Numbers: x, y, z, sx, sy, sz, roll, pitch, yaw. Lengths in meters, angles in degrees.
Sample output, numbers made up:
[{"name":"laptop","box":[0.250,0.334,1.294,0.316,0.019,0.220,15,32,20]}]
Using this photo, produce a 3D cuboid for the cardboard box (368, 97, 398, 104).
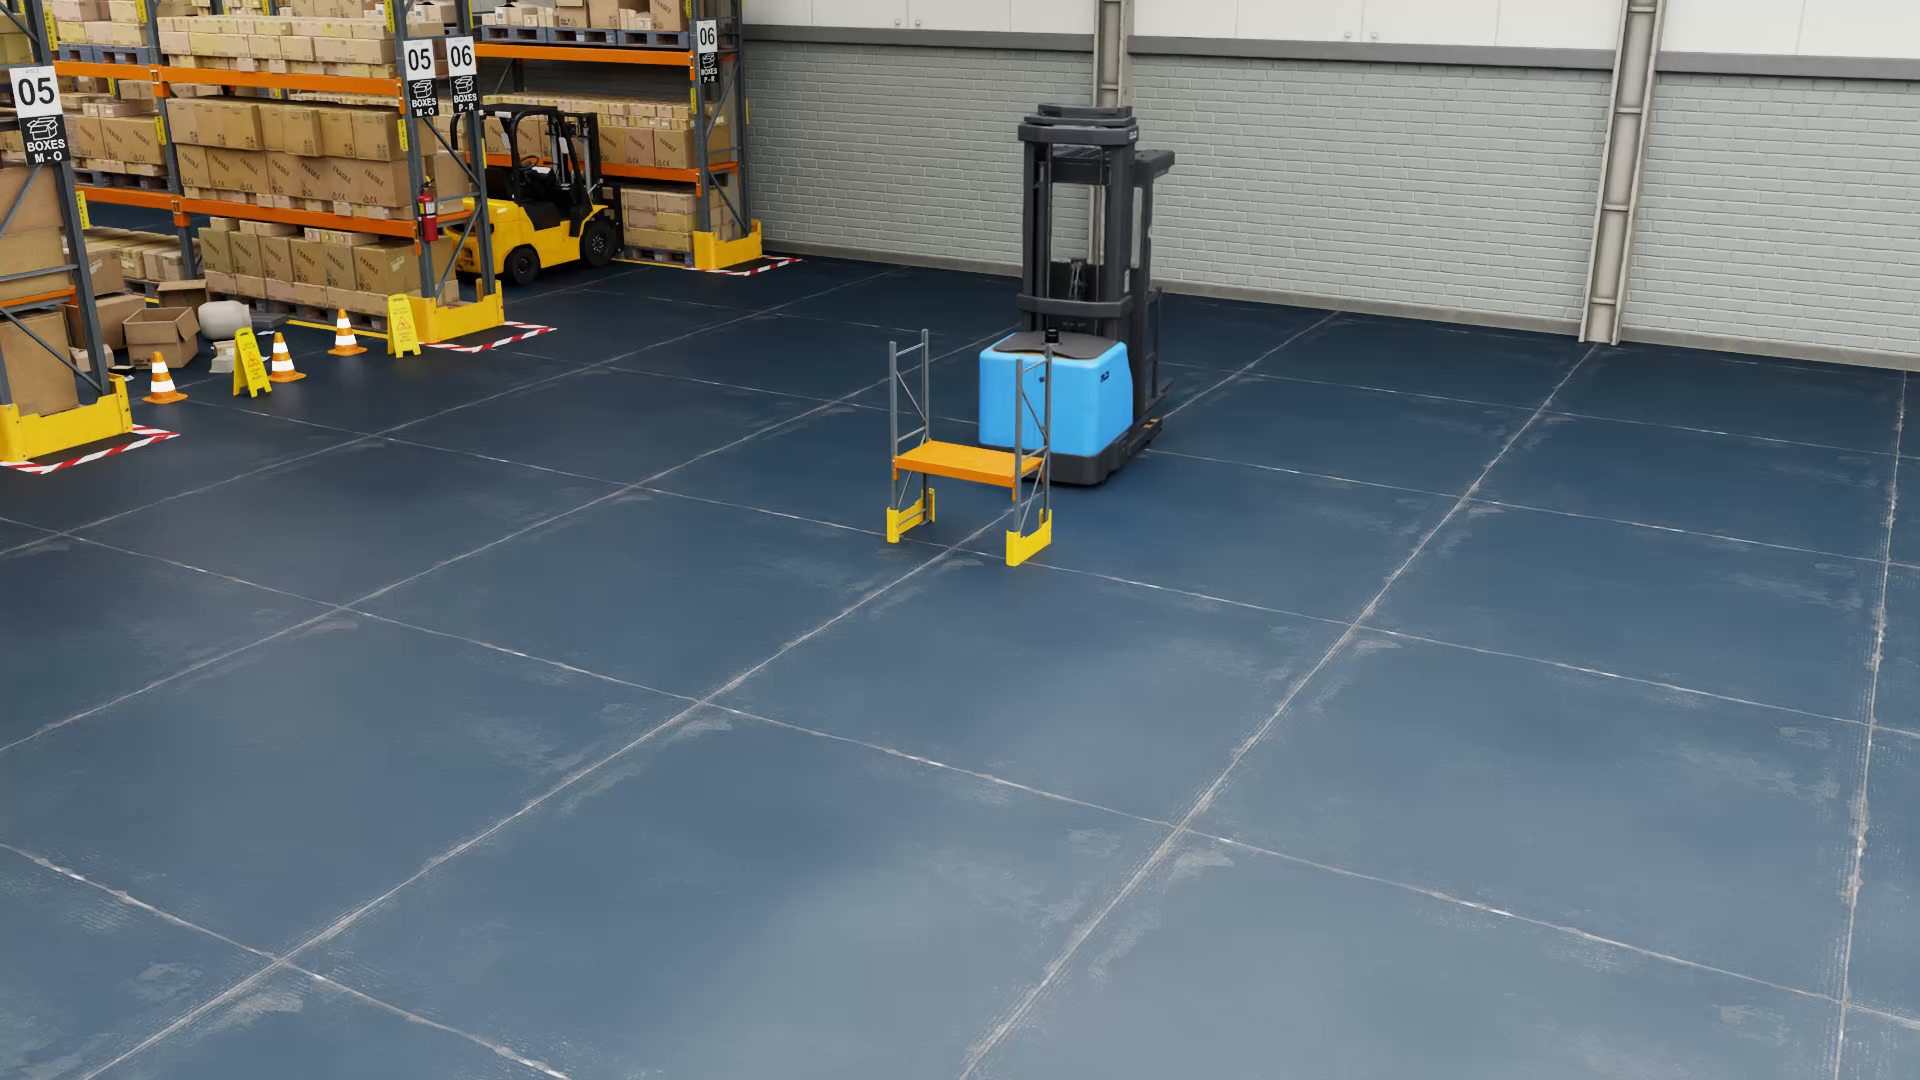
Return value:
[{"name":"cardboard box","box":[-8.646,-6.555,24.938,0.250,0.149,0.380,11,23,27]}]

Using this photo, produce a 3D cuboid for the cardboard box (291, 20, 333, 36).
[{"name":"cardboard box","box":[-7.119,-5.639,18.311,0.250,0.149,0.380,10,22,26]}]

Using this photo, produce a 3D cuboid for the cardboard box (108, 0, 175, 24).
[{"name":"cardboard box","box":[-9.680,-6.256,19.686,0.500,0.250,0.500,11,23,29]}]

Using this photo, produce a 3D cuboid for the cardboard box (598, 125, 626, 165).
[{"name":"cardboard box","box":[-4.656,-5.464,22.882,0.500,0.500,0.500,10,22,26]}]

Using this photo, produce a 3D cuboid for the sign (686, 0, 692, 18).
[{"name":"sign","box":[-3.479,-6.869,21.321,0.005,0.325,0.100,11,23,27]}]

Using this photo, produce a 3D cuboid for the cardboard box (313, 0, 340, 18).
[{"name":"cardboard box","box":[-9.184,-8.024,24.778,0.500,0.500,0.700,10,22,26]}]

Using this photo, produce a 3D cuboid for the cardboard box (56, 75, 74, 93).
[{"name":"cardboard box","box":[-15.596,-7.917,28.475,0.500,0.500,0.500,11,23,29]}]

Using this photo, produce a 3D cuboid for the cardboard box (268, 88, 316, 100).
[{"name":"cardboard box","box":[-10.560,-6.946,26.352,0.500,0.500,0.500,12,23,30]}]

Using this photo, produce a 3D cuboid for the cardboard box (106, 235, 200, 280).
[{"name":"cardboard box","box":[-10.200,-3.593,21.109,0.625,0.372,0.950,12,23,31]}]

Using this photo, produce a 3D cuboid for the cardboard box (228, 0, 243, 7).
[{"name":"cardboard box","box":[-11.066,-8.310,25.674,0.250,0.149,0.380,10,22,26]}]

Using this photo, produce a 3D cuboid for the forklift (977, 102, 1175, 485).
[{"name":"forklift","box":[1.173,-2.287,14.373,1.130,2.935,3.031,8,21,21]}]

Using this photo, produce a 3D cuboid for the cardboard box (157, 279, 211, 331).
[{"name":"cardboard box","box":[-8.840,-2.669,18.985,0.500,0.500,0.500,-7,21,-20]}]

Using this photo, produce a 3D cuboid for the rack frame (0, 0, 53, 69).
[{"name":"rack frame","box":[-7.946,-5.090,13.202,0.127,3.000,1.000,11,23,27]}]

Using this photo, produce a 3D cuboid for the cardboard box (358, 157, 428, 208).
[{"name":"cardboard box","box":[-6.228,-3.956,18.288,0.500,0.500,0.500,10,22,26]}]

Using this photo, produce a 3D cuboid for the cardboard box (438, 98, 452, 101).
[{"name":"cardboard box","box":[-7.556,-6.517,24.833,0.250,0.149,0.380,11,22,27]}]

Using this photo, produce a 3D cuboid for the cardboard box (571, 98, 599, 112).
[{"name":"cardboard box","box":[-5.171,-6.028,23.049,0.250,0.149,0.380,11,23,28]}]

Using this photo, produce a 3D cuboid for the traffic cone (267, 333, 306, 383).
[{"name":"traffic cone","box":[-6.869,-1.869,16.838,0.334,0.463,0.336,11,23,27]}]

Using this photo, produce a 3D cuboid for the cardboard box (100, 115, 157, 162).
[{"name":"cardboard box","box":[-10.061,-4.901,20.278,0.500,0.500,0.500,11,23,28]}]

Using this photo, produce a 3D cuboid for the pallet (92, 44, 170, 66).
[{"name":"pallet","box":[-9.599,-5.882,20.058,1.003,0.211,1.213,11,23,27]}]

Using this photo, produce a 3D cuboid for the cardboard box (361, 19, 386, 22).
[{"name":"cardboard box","box":[-6.429,-5.708,18.503,0.250,0.149,0.380,11,23,27]}]

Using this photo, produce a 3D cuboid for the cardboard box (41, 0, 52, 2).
[{"name":"cardboard box","box":[-15.122,-9.130,27.787,0.500,0.250,0.500,11,23,28]}]

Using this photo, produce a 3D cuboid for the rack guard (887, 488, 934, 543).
[{"name":"rack guard","box":[-0.368,-0.188,12.516,0.087,0.250,0.587,11,23,27]}]

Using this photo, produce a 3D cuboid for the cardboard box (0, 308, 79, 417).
[{"name":"cardboard box","box":[-8.570,-1.562,14.772,0.875,0.875,0.875,11,23,28]}]

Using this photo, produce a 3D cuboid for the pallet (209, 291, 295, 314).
[{"name":"pallet","box":[-8.508,-3.014,20.364,1.213,0.211,1.003,11,23,27]}]

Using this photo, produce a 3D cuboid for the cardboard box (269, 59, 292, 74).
[{"name":"cardboard box","box":[-7.430,-5.271,18.466,0.250,0.149,0.380,10,22,27]}]

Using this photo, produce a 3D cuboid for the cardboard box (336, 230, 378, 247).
[{"name":"cardboard box","box":[-6.800,-3.420,18.759,0.250,0.149,0.380,12,23,29]}]

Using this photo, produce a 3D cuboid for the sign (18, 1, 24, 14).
[{"name":"sign","box":[-12.338,-6.905,21.846,0.005,0.325,0.100,11,23,27]}]

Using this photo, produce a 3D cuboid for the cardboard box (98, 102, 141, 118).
[{"name":"cardboard box","box":[-10.233,-5.235,20.249,0.250,0.149,0.380,10,22,26]}]

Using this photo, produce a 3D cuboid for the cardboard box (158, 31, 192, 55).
[{"name":"cardboard box","box":[-8.861,-5.751,19.204,0.500,0.250,0.500,10,22,26]}]

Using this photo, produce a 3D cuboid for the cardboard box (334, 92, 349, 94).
[{"name":"cardboard box","box":[-9.521,-6.917,25.937,0.250,0.149,0.380,11,23,29]}]

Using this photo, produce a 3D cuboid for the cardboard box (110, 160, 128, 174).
[{"name":"cardboard box","box":[-10.160,-4.590,20.372,0.250,0.149,0.380,10,22,26]}]

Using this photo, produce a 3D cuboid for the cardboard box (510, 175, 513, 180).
[{"name":"cardboard box","box":[-6.425,-5.105,23.990,0.500,0.250,0.500,10,22,26]}]

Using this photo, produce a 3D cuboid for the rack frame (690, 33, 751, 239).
[{"name":"rack frame","box":[-3.202,-5.239,22.409,0.127,3.000,1.000,11,23,27]}]

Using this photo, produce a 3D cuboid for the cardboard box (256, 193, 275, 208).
[{"name":"cardboard box","box":[-7.881,-3.944,19.208,0.250,0.149,0.380,11,23,28]}]

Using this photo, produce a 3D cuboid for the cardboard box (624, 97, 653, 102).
[{"name":"cardboard box","box":[-4.473,-6.098,23.244,0.250,0.149,0.380,10,22,26]}]

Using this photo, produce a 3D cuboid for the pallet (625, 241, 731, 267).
[{"name":"pallet","box":[-3.890,-4.043,23.200,1.213,0.211,1.003,11,23,27]}]

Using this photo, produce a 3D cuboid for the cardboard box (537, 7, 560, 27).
[{"name":"cardboard box","box":[-5.547,-7.158,22.736,0.258,0.266,0.396,10,22,26]}]

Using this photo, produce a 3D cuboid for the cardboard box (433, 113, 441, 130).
[{"name":"cardboard box","box":[-7.700,-6.158,24.428,0.500,0.250,0.500,10,22,26]}]

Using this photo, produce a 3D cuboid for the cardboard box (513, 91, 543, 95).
[{"name":"cardboard box","box":[-6.268,-6.433,24.166,0.250,0.149,0.380,11,23,27]}]

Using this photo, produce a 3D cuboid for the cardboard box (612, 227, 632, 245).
[{"name":"cardboard box","box":[-4.629,-4.299,23.235,0.500,0.250,0.500,11,23,28]}]

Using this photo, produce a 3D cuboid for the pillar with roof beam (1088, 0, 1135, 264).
[{"name":"pillar with roof beam","box":[-0.232,-6.164,16.161,0.400,9.000,9.100,11,23,27]}]

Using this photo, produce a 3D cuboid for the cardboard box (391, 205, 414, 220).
[{"name":"cardboard box","box":[-6.051,-3.641,18.372,0.250,0.149,0.380,12,23,29]}]

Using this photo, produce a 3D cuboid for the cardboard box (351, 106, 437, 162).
[{"name":"cardboard box","box":[-6.172,-4.437,18.150,0.500,0.500,0.700,10,22,26]}]

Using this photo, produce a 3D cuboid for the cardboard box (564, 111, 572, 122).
[{"name":"cardboard box","box":[-5.441,-5.903,23.142,0.250,0.149,0.380,10,22,26]}]

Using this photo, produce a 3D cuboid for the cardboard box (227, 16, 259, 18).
[{"name":"cardboard box","box":[-8.281,-6.015,19.347,0.250,0.149,0.380,11,23,29]}]

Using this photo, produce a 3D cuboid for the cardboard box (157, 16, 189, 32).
[{"name":"cardboard box","box":[-8.996,-5.943,19.150,0.250,0.149,0.380,10,22,26]}]

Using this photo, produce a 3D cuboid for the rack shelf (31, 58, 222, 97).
[{"name":"rack shelf","box":[-10.858,-5.830,20.695,4.000,0.370,1.077,11,23,27]}]

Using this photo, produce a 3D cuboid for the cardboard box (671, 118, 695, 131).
[{"name":"cardboard box","box":[-3.642,-5.565,22.210,0.250,0.149,0.380,11,23,28]}]

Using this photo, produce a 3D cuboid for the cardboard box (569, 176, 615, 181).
[{"name":"cardboard box","box":[-5.286,-5.087,23.940,0.500,0.250,0.500,11,23,28]}]

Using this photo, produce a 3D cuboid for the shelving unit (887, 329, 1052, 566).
[{"name":"shelving unit","box":[0.067,-0.692,12.074,1.083,1.500,0.587,11,23,27]}]

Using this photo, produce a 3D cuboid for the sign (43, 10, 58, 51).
[{"name":"sign","box":[-7.670,-4.293,14.003,0.005,0.325,0.100,11,23,27]}]

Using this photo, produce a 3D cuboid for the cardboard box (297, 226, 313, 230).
[{"name":"cardboard box","box":[-7.574,-3.496,19.921,0.500,0.500,0.500,12,23,30]}]

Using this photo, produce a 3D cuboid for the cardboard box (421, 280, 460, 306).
[{"name":"cardboard box","box":[-6.189,-2.882,19.327,0.500,0.250,0.500,11,22,27]}]
